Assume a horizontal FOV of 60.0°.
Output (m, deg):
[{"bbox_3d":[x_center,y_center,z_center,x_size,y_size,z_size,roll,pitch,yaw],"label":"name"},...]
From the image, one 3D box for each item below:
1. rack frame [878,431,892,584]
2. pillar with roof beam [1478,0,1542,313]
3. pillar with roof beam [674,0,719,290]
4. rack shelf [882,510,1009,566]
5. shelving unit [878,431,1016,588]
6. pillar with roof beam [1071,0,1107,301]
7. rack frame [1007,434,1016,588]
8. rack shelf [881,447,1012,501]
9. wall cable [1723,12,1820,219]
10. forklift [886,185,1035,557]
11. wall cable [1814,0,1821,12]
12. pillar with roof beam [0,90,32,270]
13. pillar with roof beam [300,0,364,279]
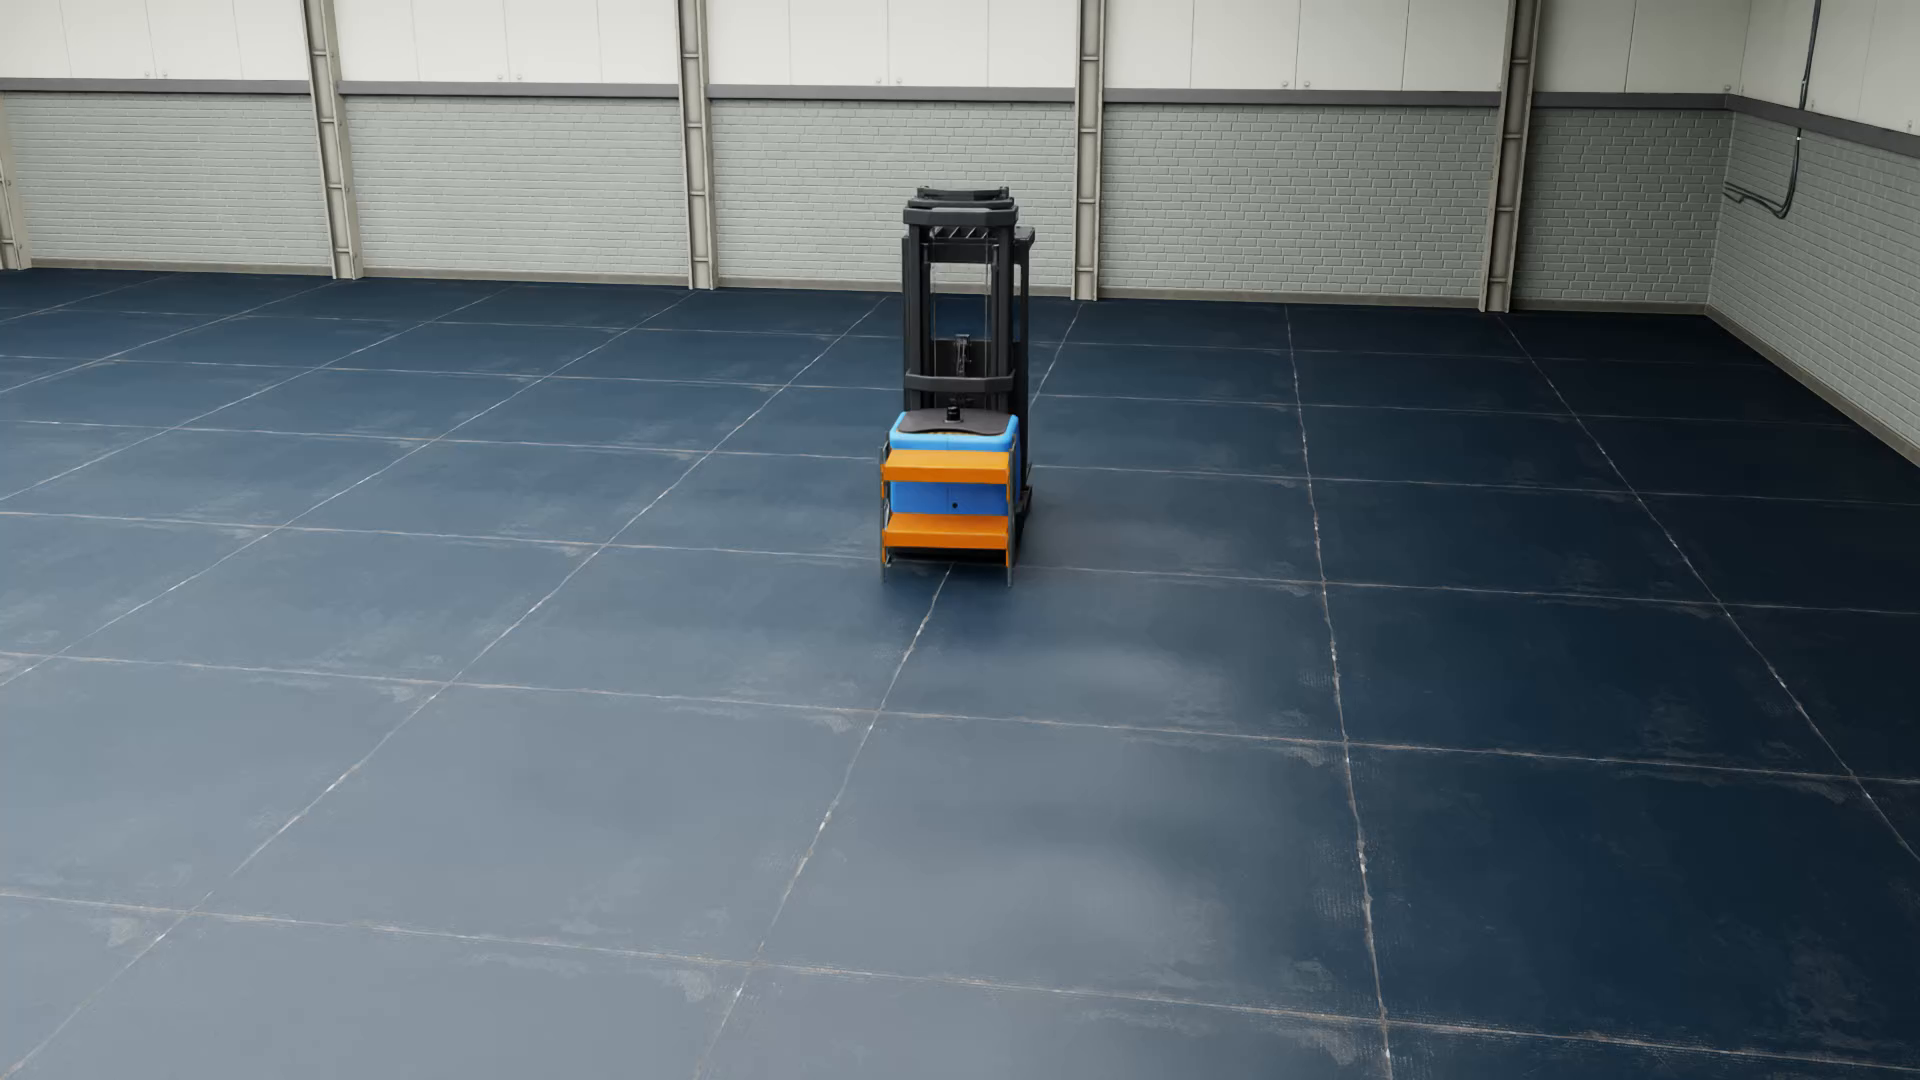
[{"bbox_3d":[-0.600,-0.263,13.315,0.032,1.125,0.500,2,19,5],"label":"rack frame"},{"bbox_3d":[7.137,-6.287,18.912,0.400,9.000,9.100,3,19,9],"label":"pillar with roof beam"},{"bbox_3d":[-4.711,-6.891,20.717,0.400,9.000,9.100,3,19,9],"label":"pillar with roof beam"},{"bbox_3d":[-0.093,-0.017,13.352,1.000,0.278,0.538,2,19,5],"label":"rack shelf"},{"bbox_3d":[-0.093,-0.249,13.275,1.048,1.125,0.538,2,19,5],"label":"shelving unit"},{"bbox_3d":[1.213,-6.589,19.815,0.400,9.000,9.100,3,19,9],"label":"pillar with roof beam"},{"bbox_3d":[0.413,-0.235,13.234,0.032,1.125,0.500,2,19,5],"label":"rack frame"},{"bbox_3d":[-0.093,-0.527,13.182,1.000,0.278,0.538,2,19,5],"label":"rack shelf"},{"bbox_3d":[10.518,-5.601,21.754,0.112,2.526,3.097,3,19,9],"label":"wall cable"},{"bbox_3d":[0.076,-1.676,14.694,1.130,2.935,3.031,2,19,6],"label":"forklift"},{"bbox_3d":[10.089,-7.149,18.420,0.112,2.526,3.097,3,19,9],"label":"wall cable"},{"bbox_3d":[-16.559,-7.495,22.522,0.400,9.000,9.100,3,19,9],"label":"pillar with roof beam"},{"bbox_3d":[-10.635,-7.193,21.620,0.400,9.000,9.100,3,19,9],"label":"pillar with roof beam"}]
